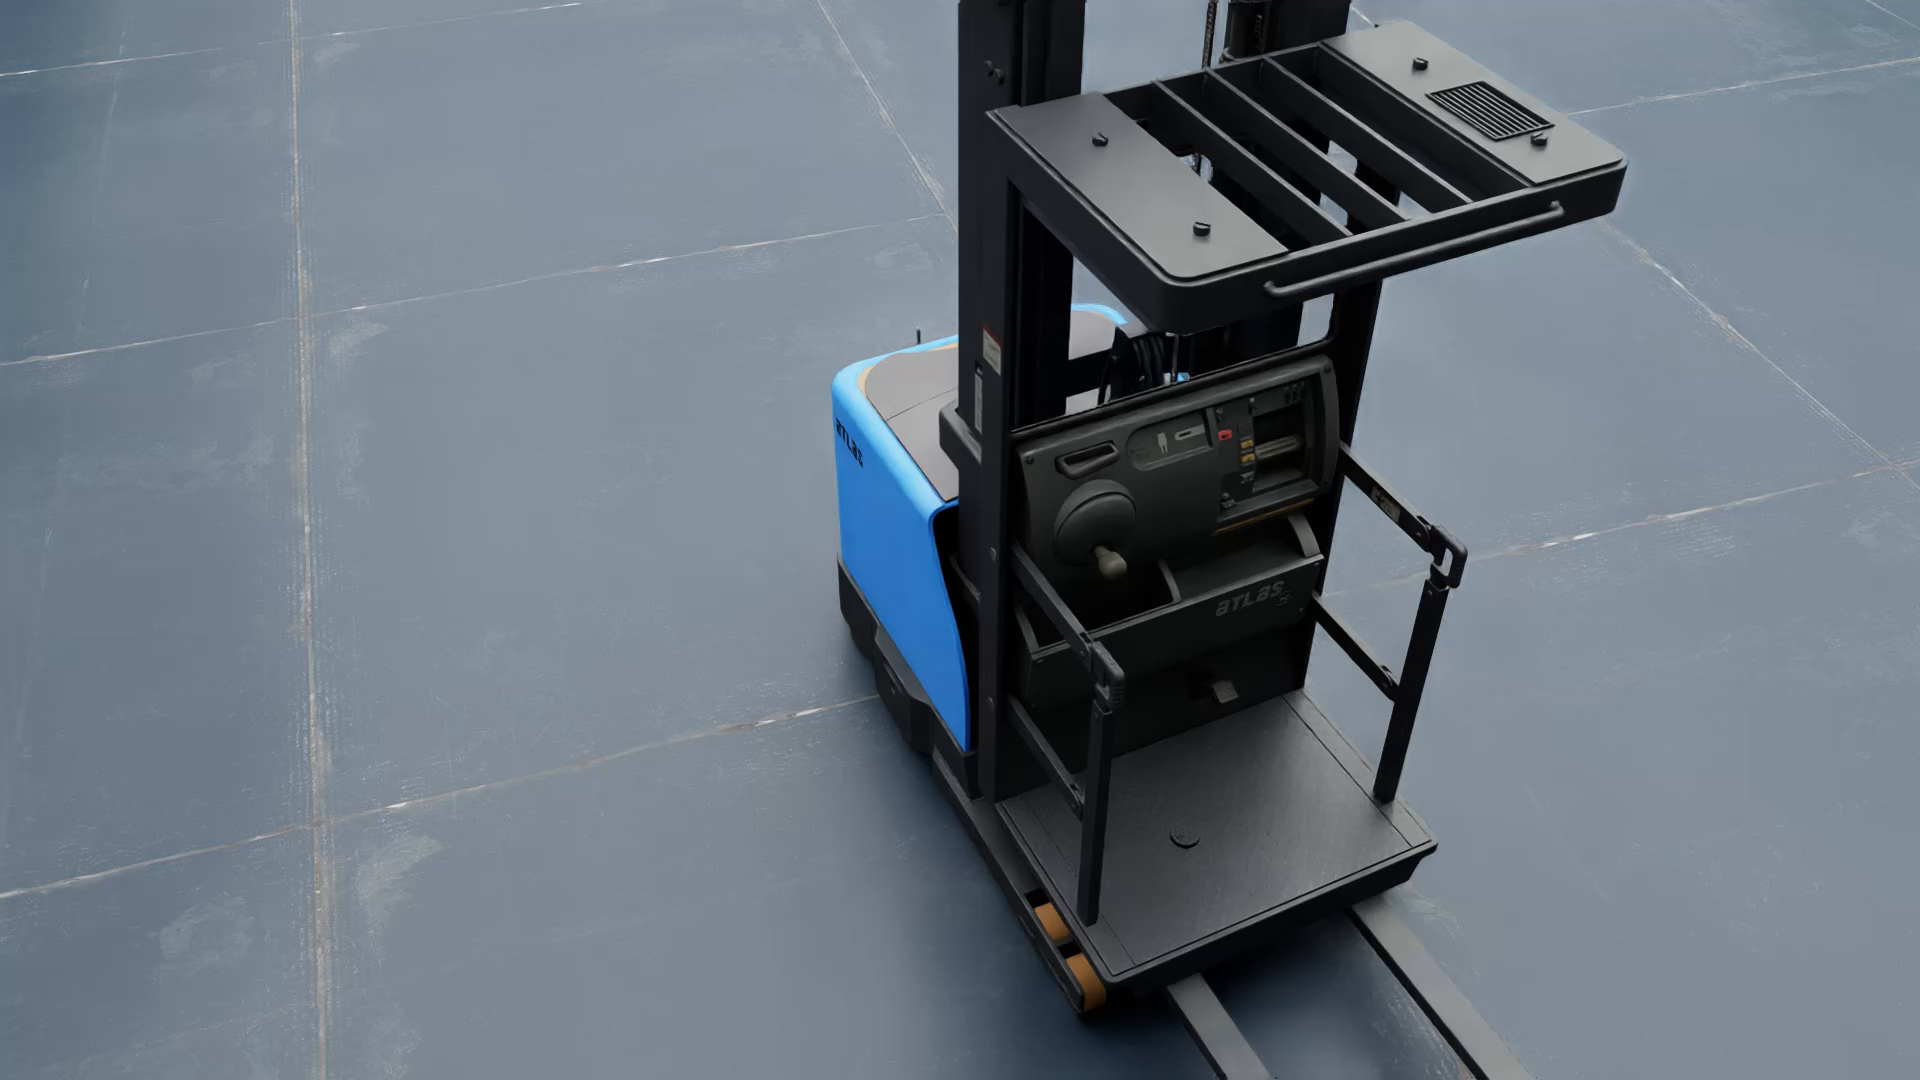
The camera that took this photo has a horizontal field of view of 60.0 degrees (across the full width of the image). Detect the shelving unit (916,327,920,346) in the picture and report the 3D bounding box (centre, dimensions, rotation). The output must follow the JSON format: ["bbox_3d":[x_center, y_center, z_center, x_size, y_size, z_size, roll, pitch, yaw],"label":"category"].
[{"bbox_3d":[-0.011,-0.341,5.957,0.210,0.900,0.258,-13,43,-15],"label":"shelving unit"}]

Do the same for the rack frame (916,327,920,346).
[{"bbox_3d":[-0.107,-0.319,5.931,0.006,0.900,0.240,-13,43,-15],"label":"rack frame"}]

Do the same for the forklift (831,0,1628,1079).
[{"bbox_3d":[0.673,-0.102,4.140,1.130,2.935,3.031,-18,44,-19],"label":"forklift"}]
